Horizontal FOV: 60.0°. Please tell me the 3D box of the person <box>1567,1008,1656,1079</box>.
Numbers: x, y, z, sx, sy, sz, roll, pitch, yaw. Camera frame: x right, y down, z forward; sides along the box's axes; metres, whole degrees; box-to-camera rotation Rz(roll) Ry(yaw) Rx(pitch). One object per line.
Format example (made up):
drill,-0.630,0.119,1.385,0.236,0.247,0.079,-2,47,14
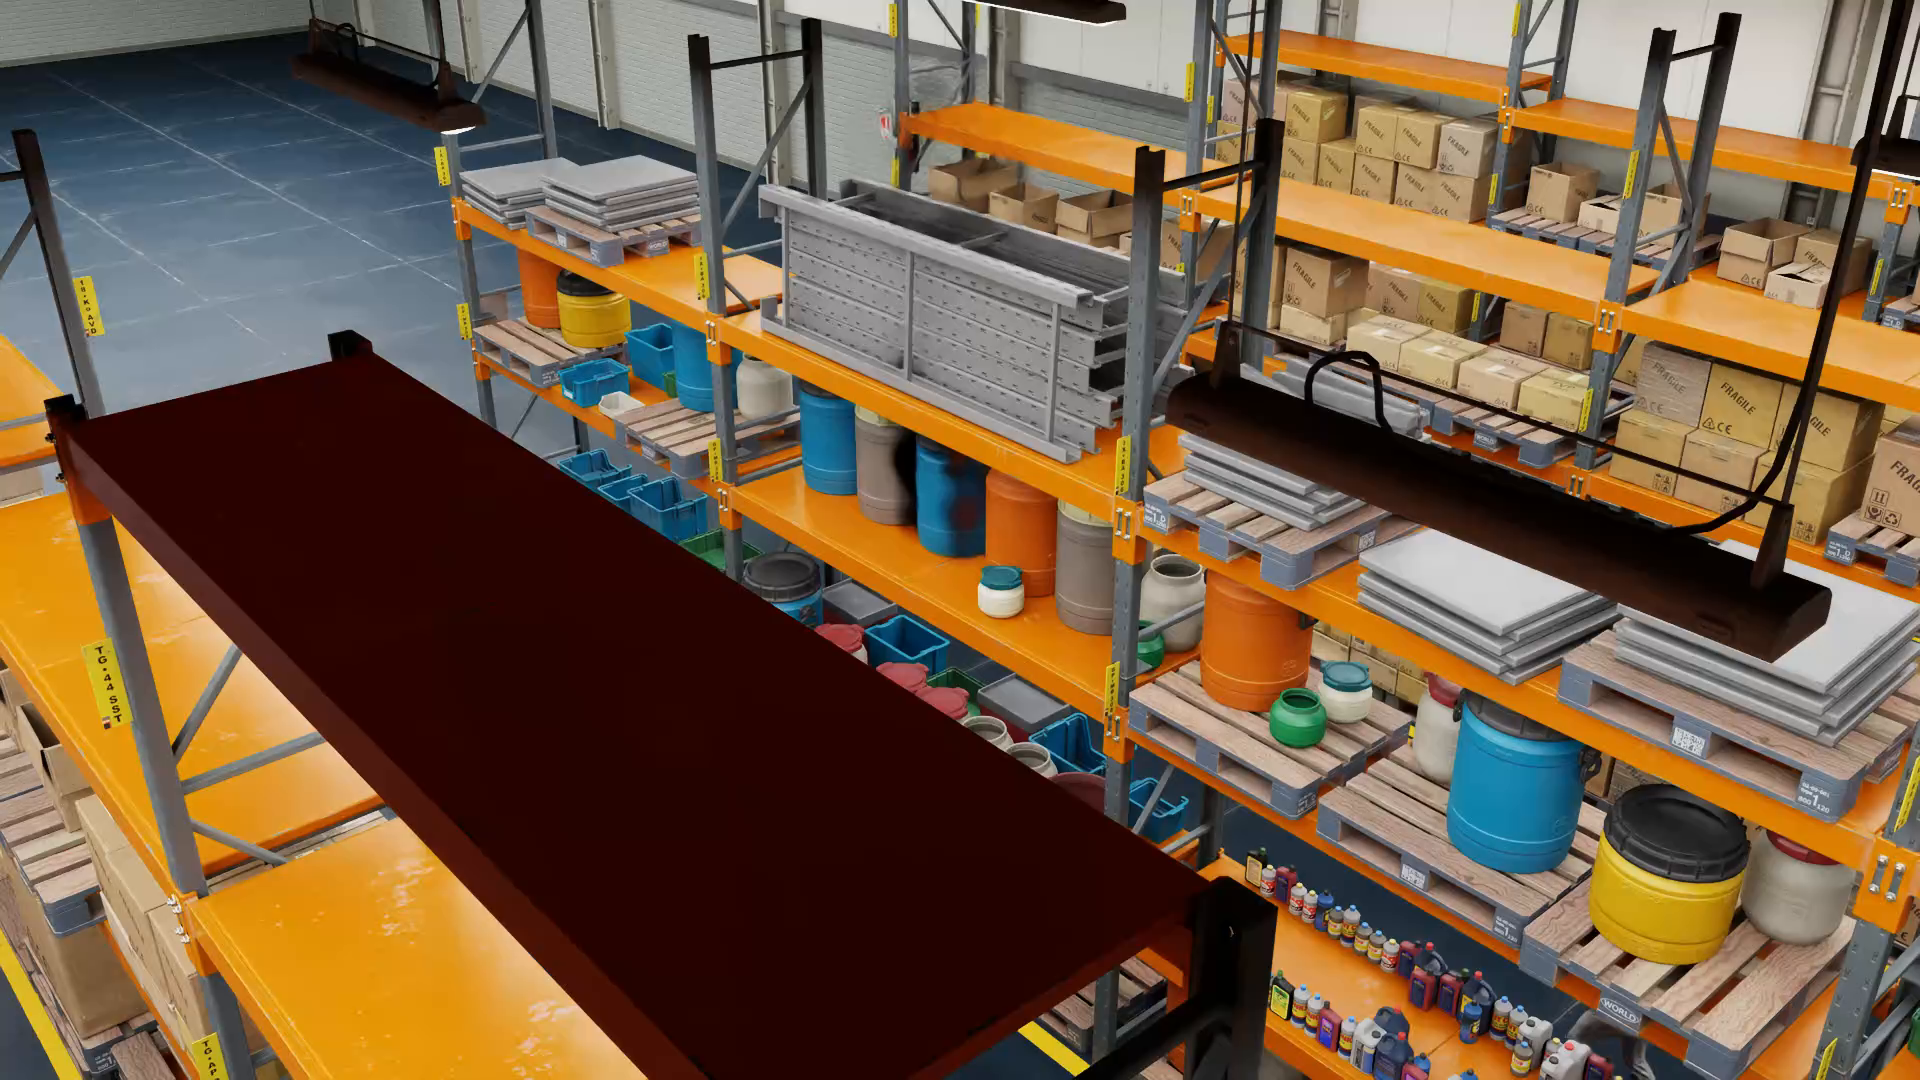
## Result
person,4.041,2.877,10.069,0.594,1.753,0.753,-21,34,-35
